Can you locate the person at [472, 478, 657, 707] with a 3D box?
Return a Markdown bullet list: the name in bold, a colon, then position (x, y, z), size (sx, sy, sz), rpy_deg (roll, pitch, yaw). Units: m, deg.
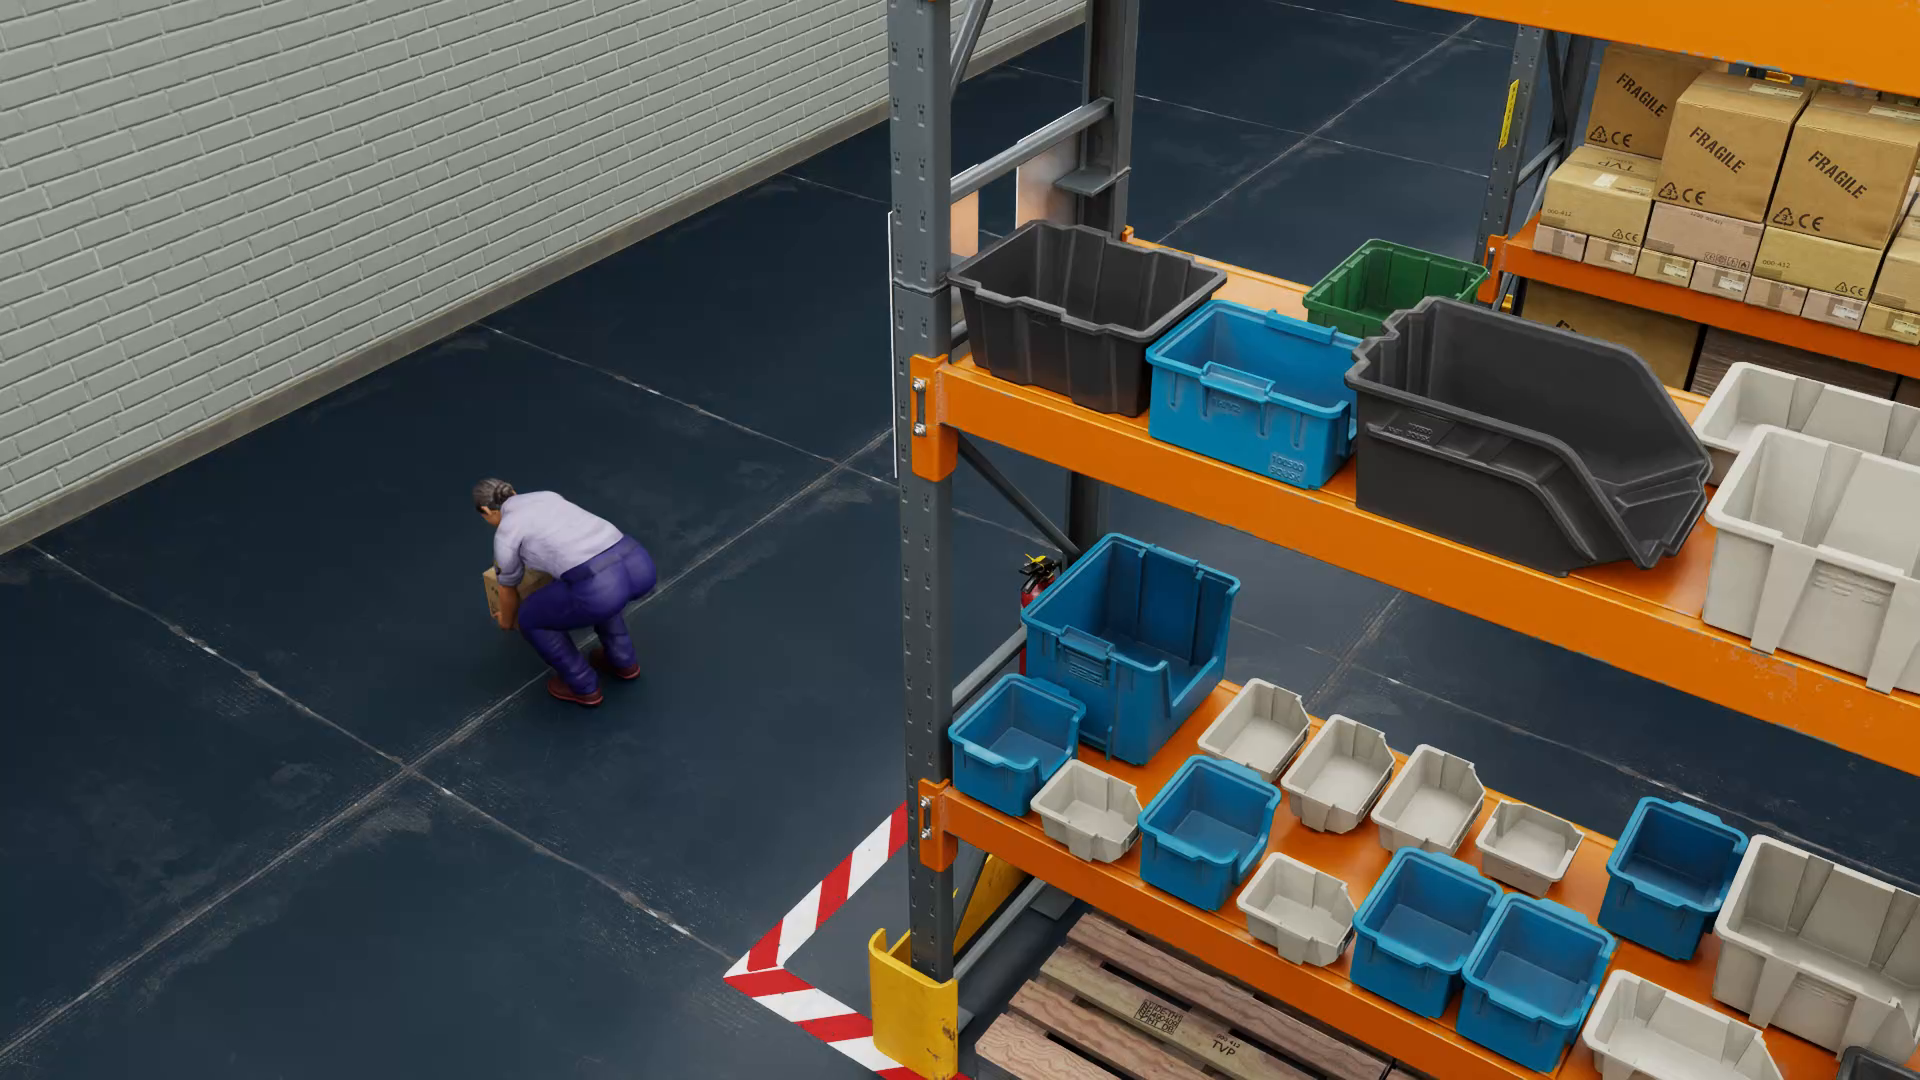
- **person**: position (-1.761, 0.228, 7.428), size (0.886, 0.970, 0.501), rpy_deg (20, 40, 27)
